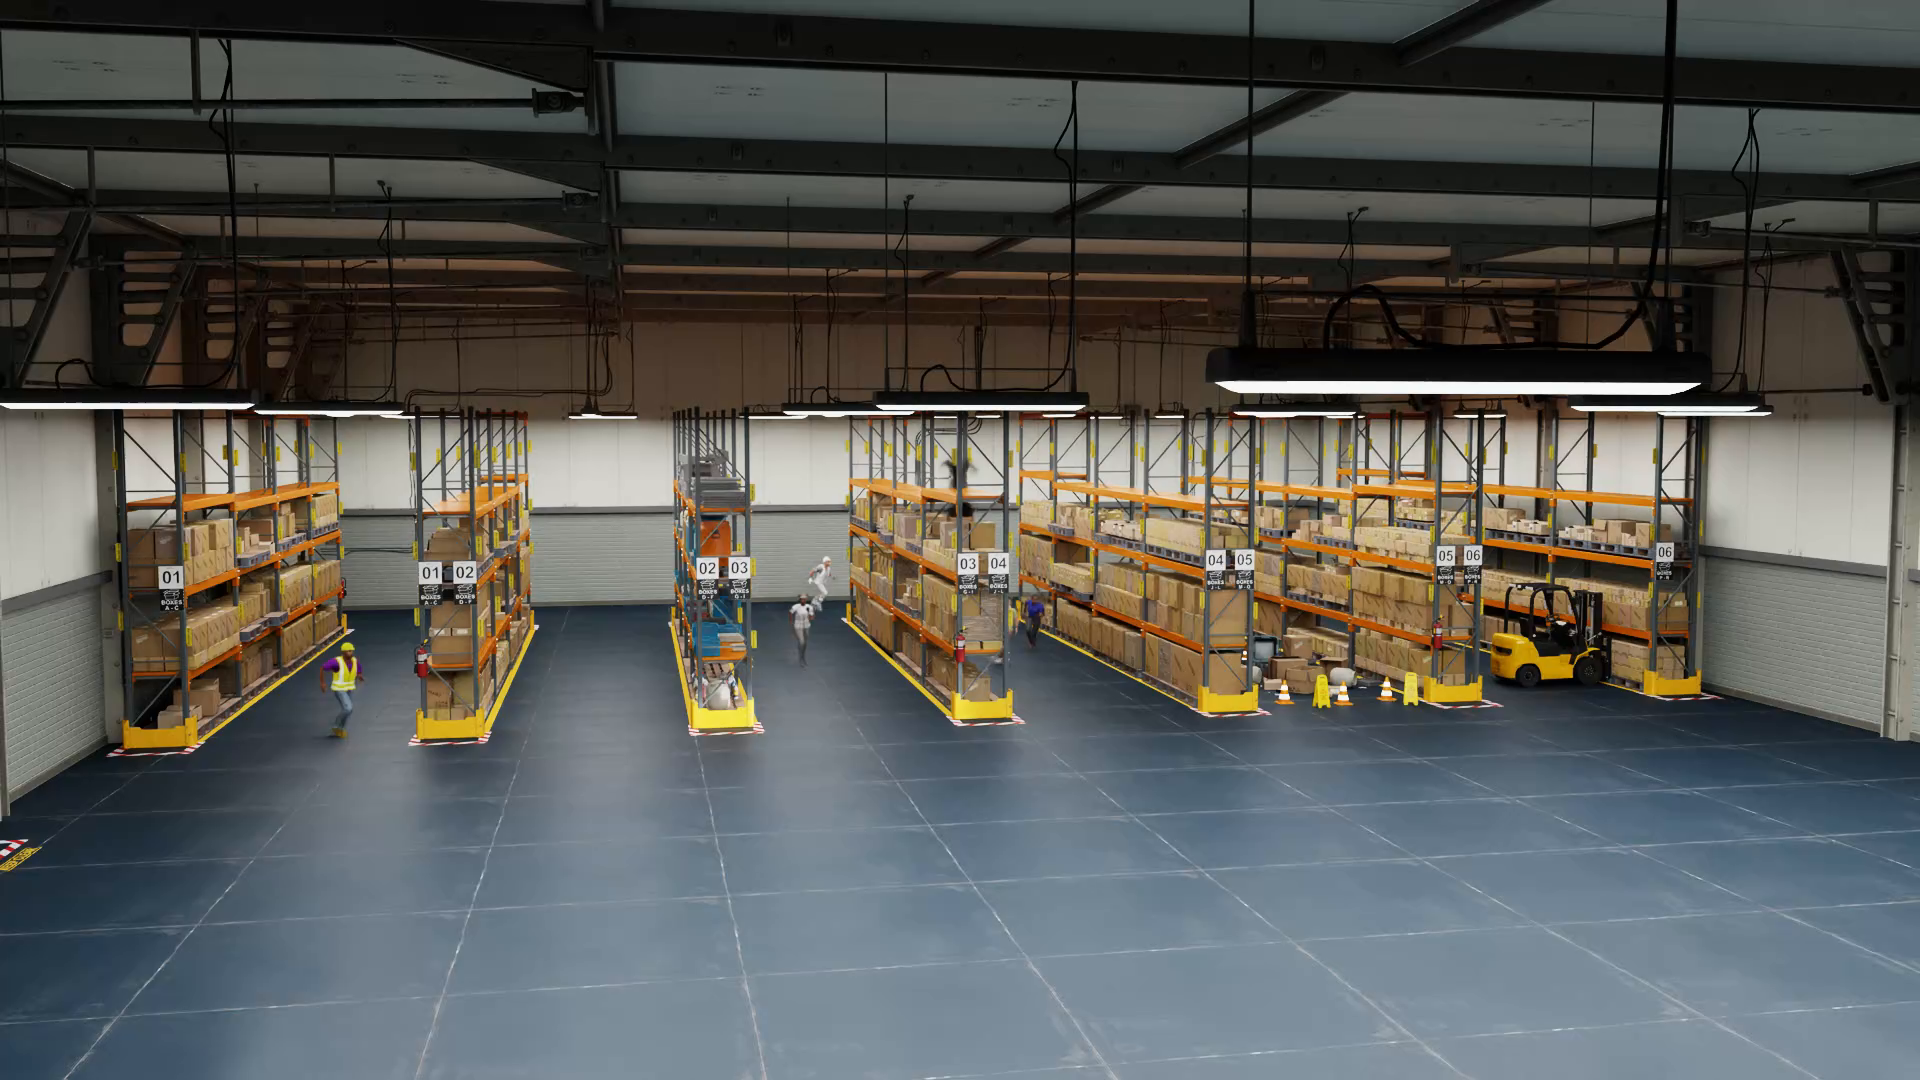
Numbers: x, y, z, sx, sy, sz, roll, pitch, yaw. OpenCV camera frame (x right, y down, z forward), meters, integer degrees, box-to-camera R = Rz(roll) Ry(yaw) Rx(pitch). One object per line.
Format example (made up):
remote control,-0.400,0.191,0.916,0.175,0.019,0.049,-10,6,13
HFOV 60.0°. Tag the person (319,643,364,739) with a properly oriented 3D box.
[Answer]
person,-11.122,2.737,30.031,0.843,1.771,0.691,3,5,32

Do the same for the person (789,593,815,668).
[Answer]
person,-3.703,2.102,39.064,0.546,1.750,0.848,-2,4,-23

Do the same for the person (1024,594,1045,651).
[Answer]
person,1.861,2.028,41.598,0.570,1.425,1.083,0,4,6

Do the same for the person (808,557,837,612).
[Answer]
person,-4.149,1.326,49.886,0.982,1.653,0.718,2,5,31

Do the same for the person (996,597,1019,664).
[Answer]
person,1.093,2.122,39.122,0.563,1.617,0.674,0,4,-4
